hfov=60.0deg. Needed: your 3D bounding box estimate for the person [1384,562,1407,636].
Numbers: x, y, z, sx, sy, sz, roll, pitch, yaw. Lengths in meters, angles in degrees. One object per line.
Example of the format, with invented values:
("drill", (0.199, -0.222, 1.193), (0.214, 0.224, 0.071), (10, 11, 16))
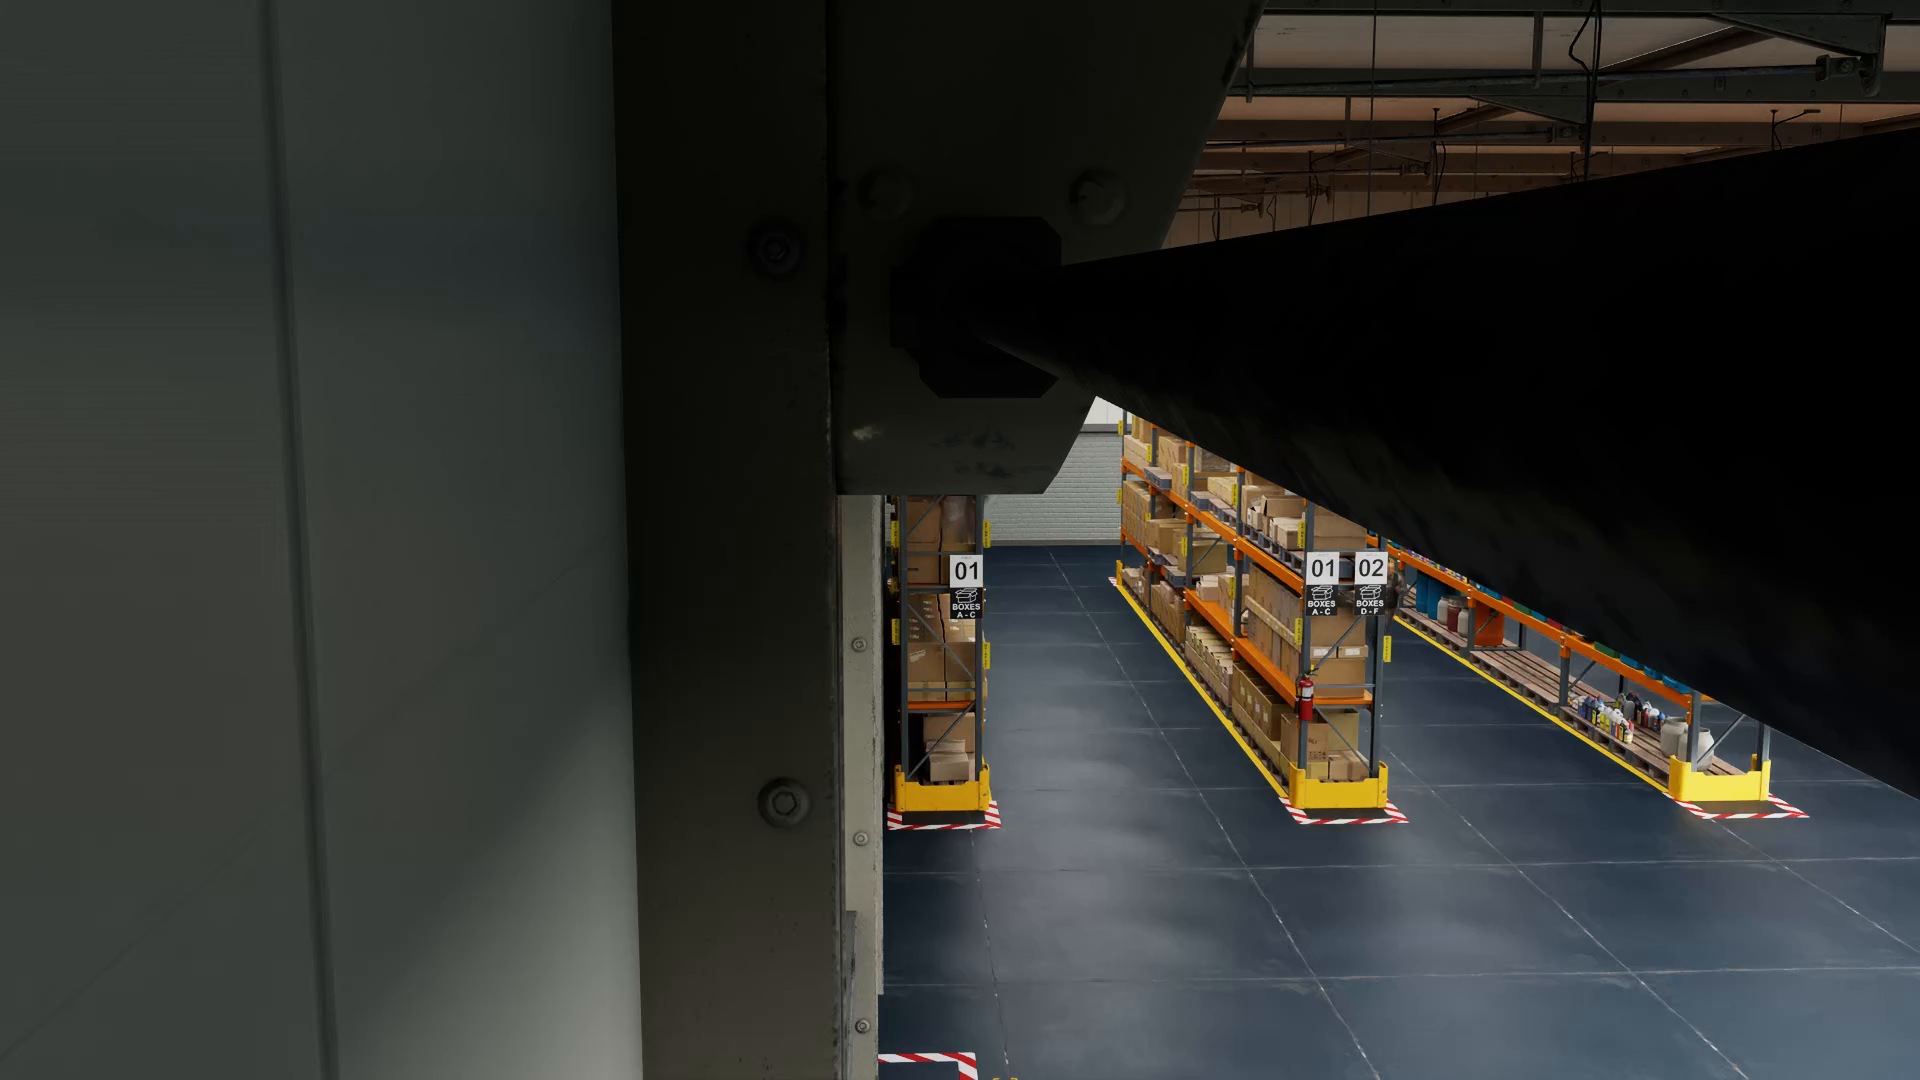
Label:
("person", (7.473, 1.190, 29.271), (0.648, 1.694, 0.925), (-1, 8, -5))
